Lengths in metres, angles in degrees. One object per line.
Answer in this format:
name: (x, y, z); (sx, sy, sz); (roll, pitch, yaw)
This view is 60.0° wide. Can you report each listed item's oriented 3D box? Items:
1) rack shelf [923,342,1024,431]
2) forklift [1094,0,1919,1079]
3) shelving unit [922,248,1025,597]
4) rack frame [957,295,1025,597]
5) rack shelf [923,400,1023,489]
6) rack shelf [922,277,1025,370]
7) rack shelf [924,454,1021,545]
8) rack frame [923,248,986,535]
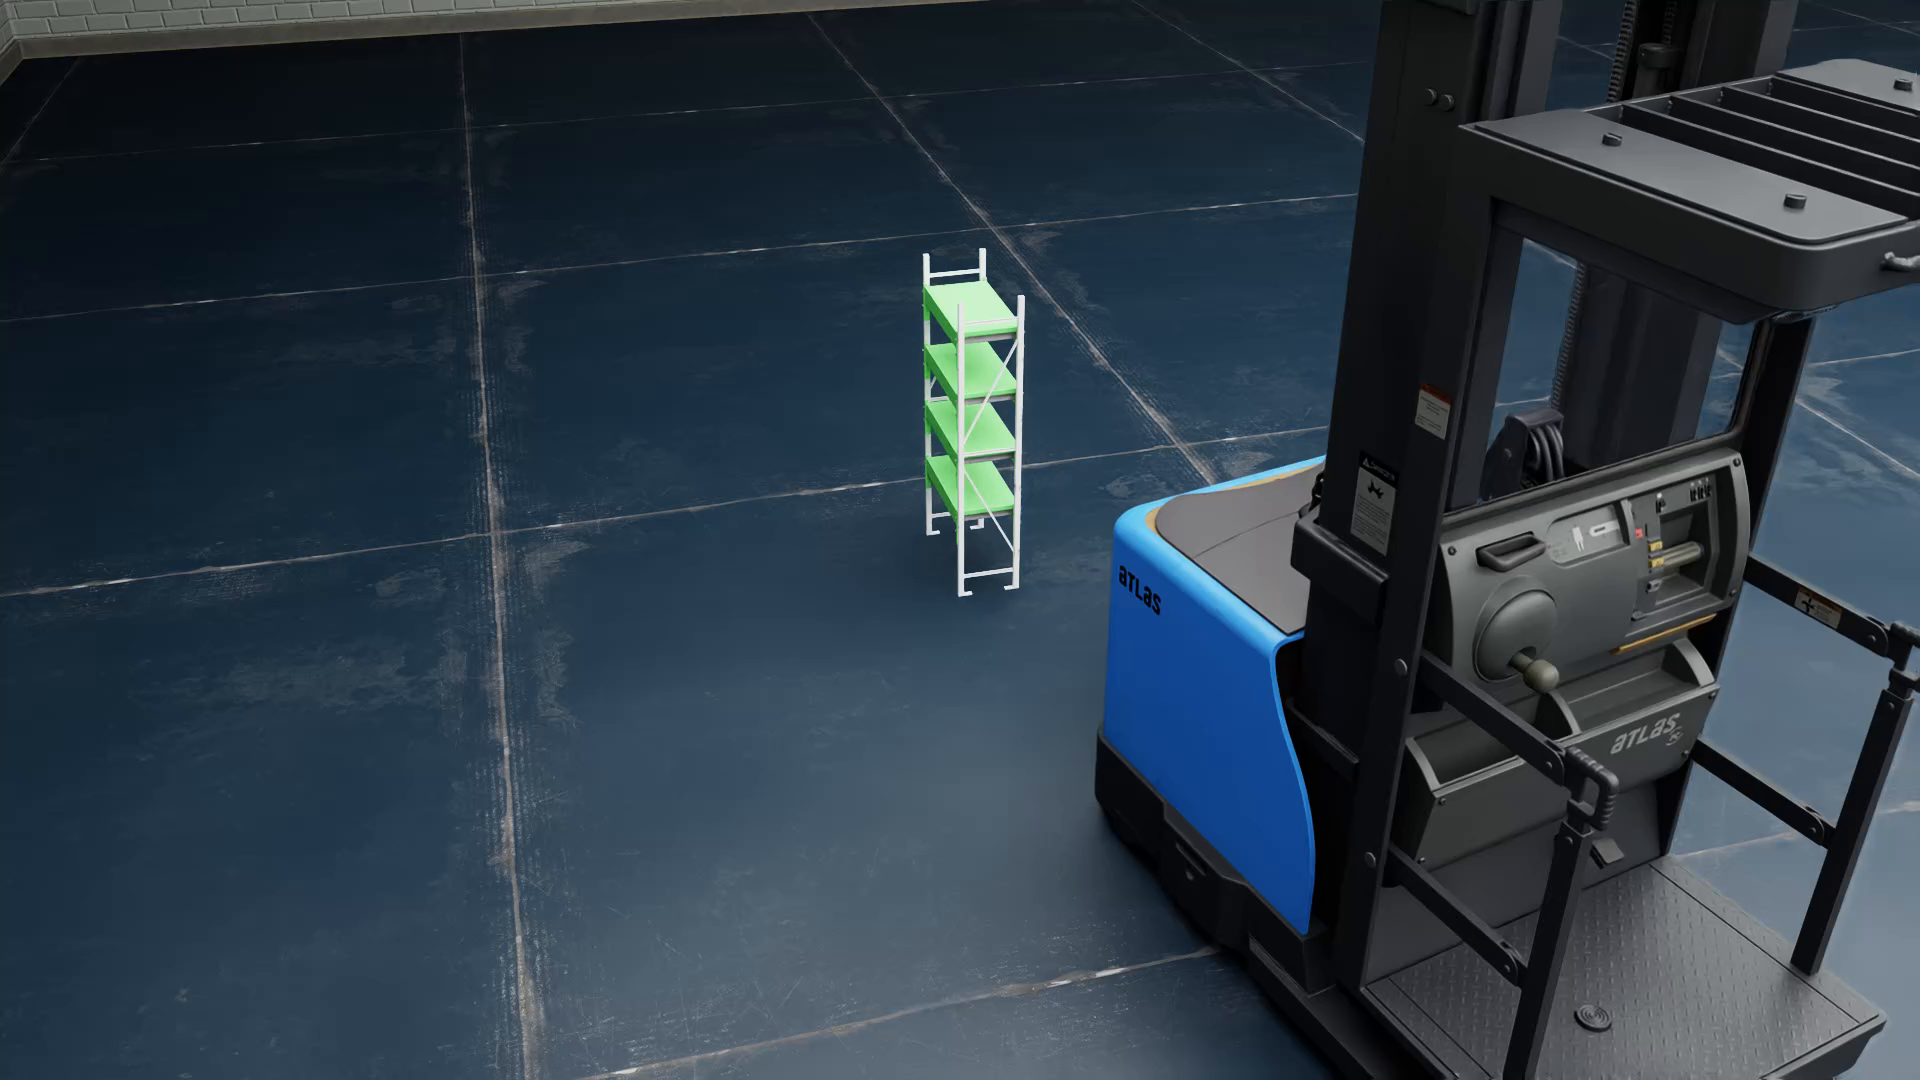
rack shelf: (0.044, -0.592, 6.223); (0.258, 0.148, 0.480); (-8, 31, -13)
forklift: (1.558, 0.116, 3.625); (1.130, 2.935, 3.031); (-15, 33, -24)
shelving unit: (0.044, -0.439, 6.311); (0.258, 1.200, 0.503); (-8, 31, -13)
rack frame: (0.109, -0.321, 6.108); (0.240, 1.200, 0.015); (-8, 31, -13)
rack shelf: (0.044, -0.384, 6.343); (0.258, 0.148, 0.480); (-8, 31, -13)
rack shelf: (0.044, -0.799, 6.103); (0.258, 0.148, 0.480); (-8, 31, -13)
rack shelf: (0.044, -0.176, 6.464); (0.258, 0.148, 0.480); (-8, 31, -13)
rack frame: (-0.021, -0.557, 6.515); (0.240, 1.200, 0.015); (-8, 31, -13)
